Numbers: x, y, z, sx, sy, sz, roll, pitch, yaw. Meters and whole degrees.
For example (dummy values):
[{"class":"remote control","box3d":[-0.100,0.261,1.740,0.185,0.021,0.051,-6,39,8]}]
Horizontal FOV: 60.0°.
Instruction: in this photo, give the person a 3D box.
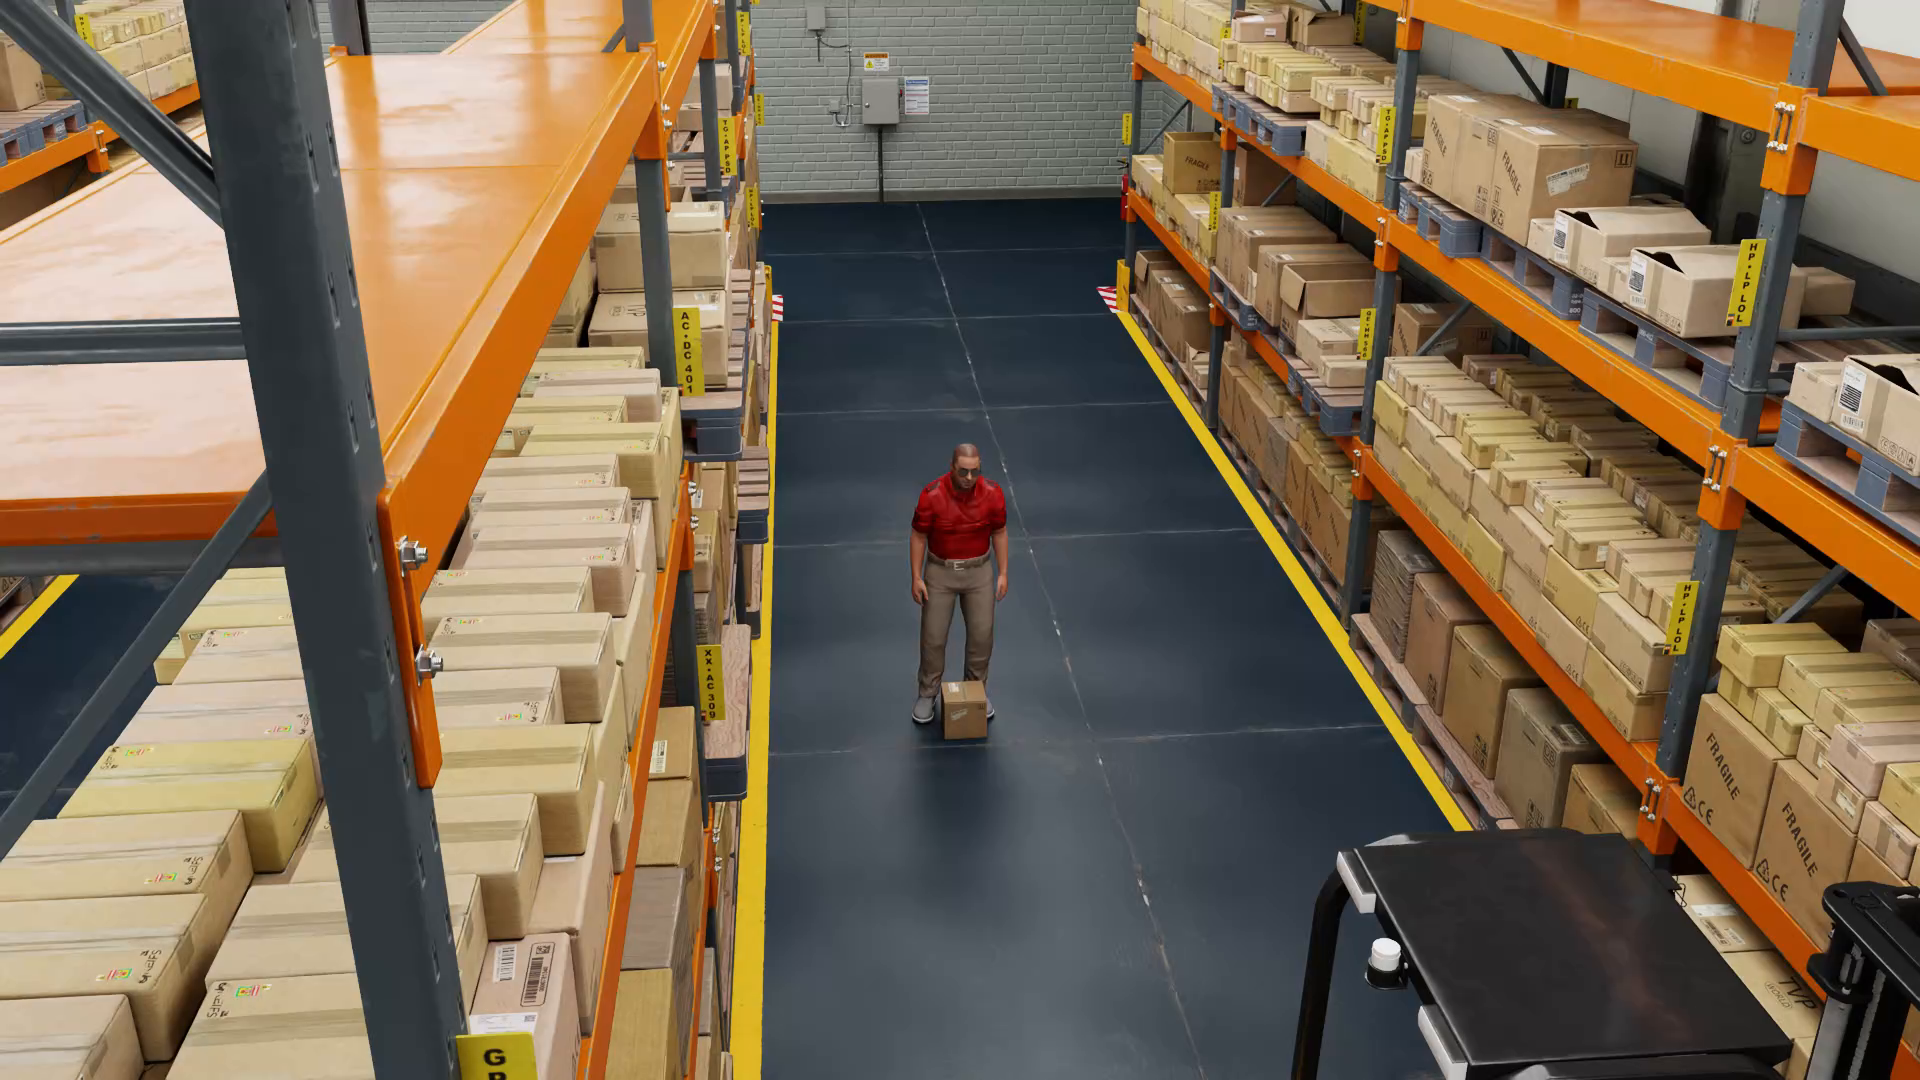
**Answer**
[{"class":"person","box3d":[-0.005,0.230,9.817,0.603,1.726,0.394,-4,24,-8]}]
